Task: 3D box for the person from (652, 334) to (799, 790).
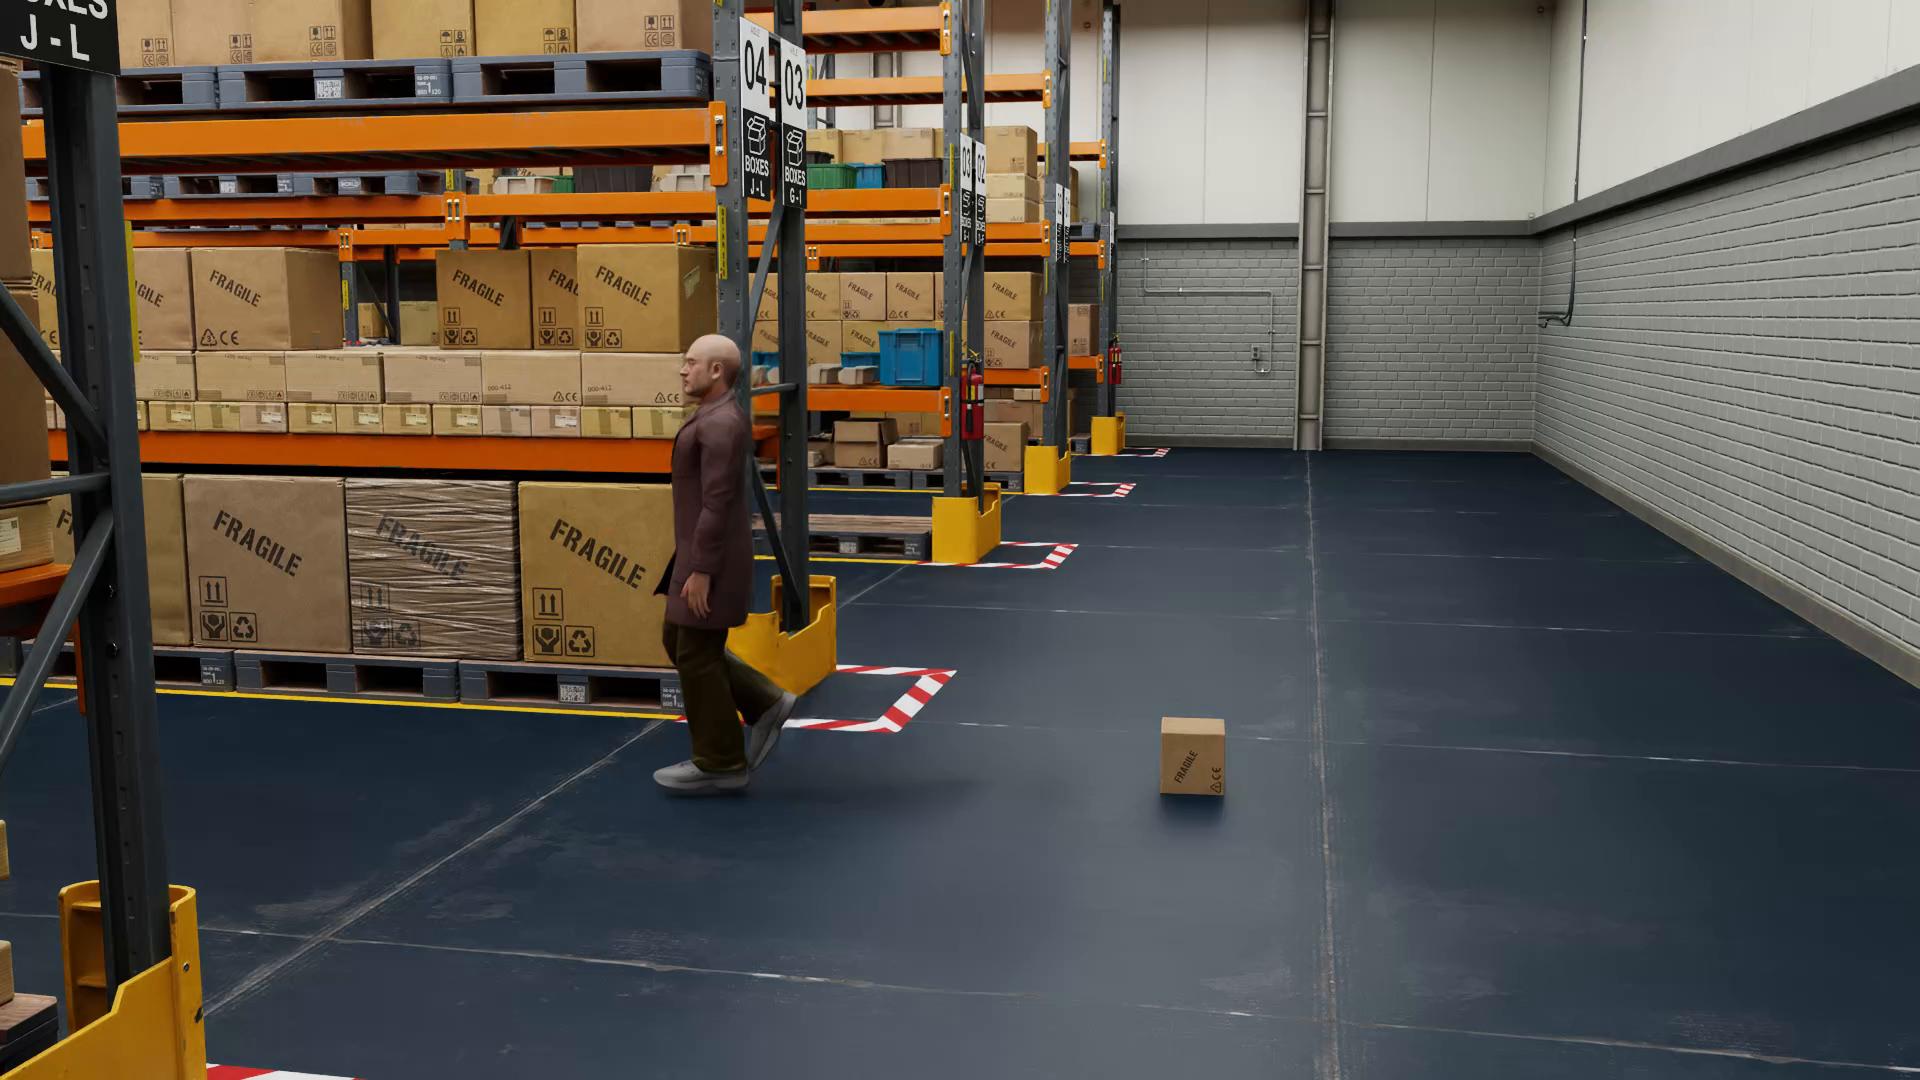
[{"bbox_3d":[-0.929,0.086,6.501,0.577,1.768,0.608,-1,8,-5],"label":"person"}]
